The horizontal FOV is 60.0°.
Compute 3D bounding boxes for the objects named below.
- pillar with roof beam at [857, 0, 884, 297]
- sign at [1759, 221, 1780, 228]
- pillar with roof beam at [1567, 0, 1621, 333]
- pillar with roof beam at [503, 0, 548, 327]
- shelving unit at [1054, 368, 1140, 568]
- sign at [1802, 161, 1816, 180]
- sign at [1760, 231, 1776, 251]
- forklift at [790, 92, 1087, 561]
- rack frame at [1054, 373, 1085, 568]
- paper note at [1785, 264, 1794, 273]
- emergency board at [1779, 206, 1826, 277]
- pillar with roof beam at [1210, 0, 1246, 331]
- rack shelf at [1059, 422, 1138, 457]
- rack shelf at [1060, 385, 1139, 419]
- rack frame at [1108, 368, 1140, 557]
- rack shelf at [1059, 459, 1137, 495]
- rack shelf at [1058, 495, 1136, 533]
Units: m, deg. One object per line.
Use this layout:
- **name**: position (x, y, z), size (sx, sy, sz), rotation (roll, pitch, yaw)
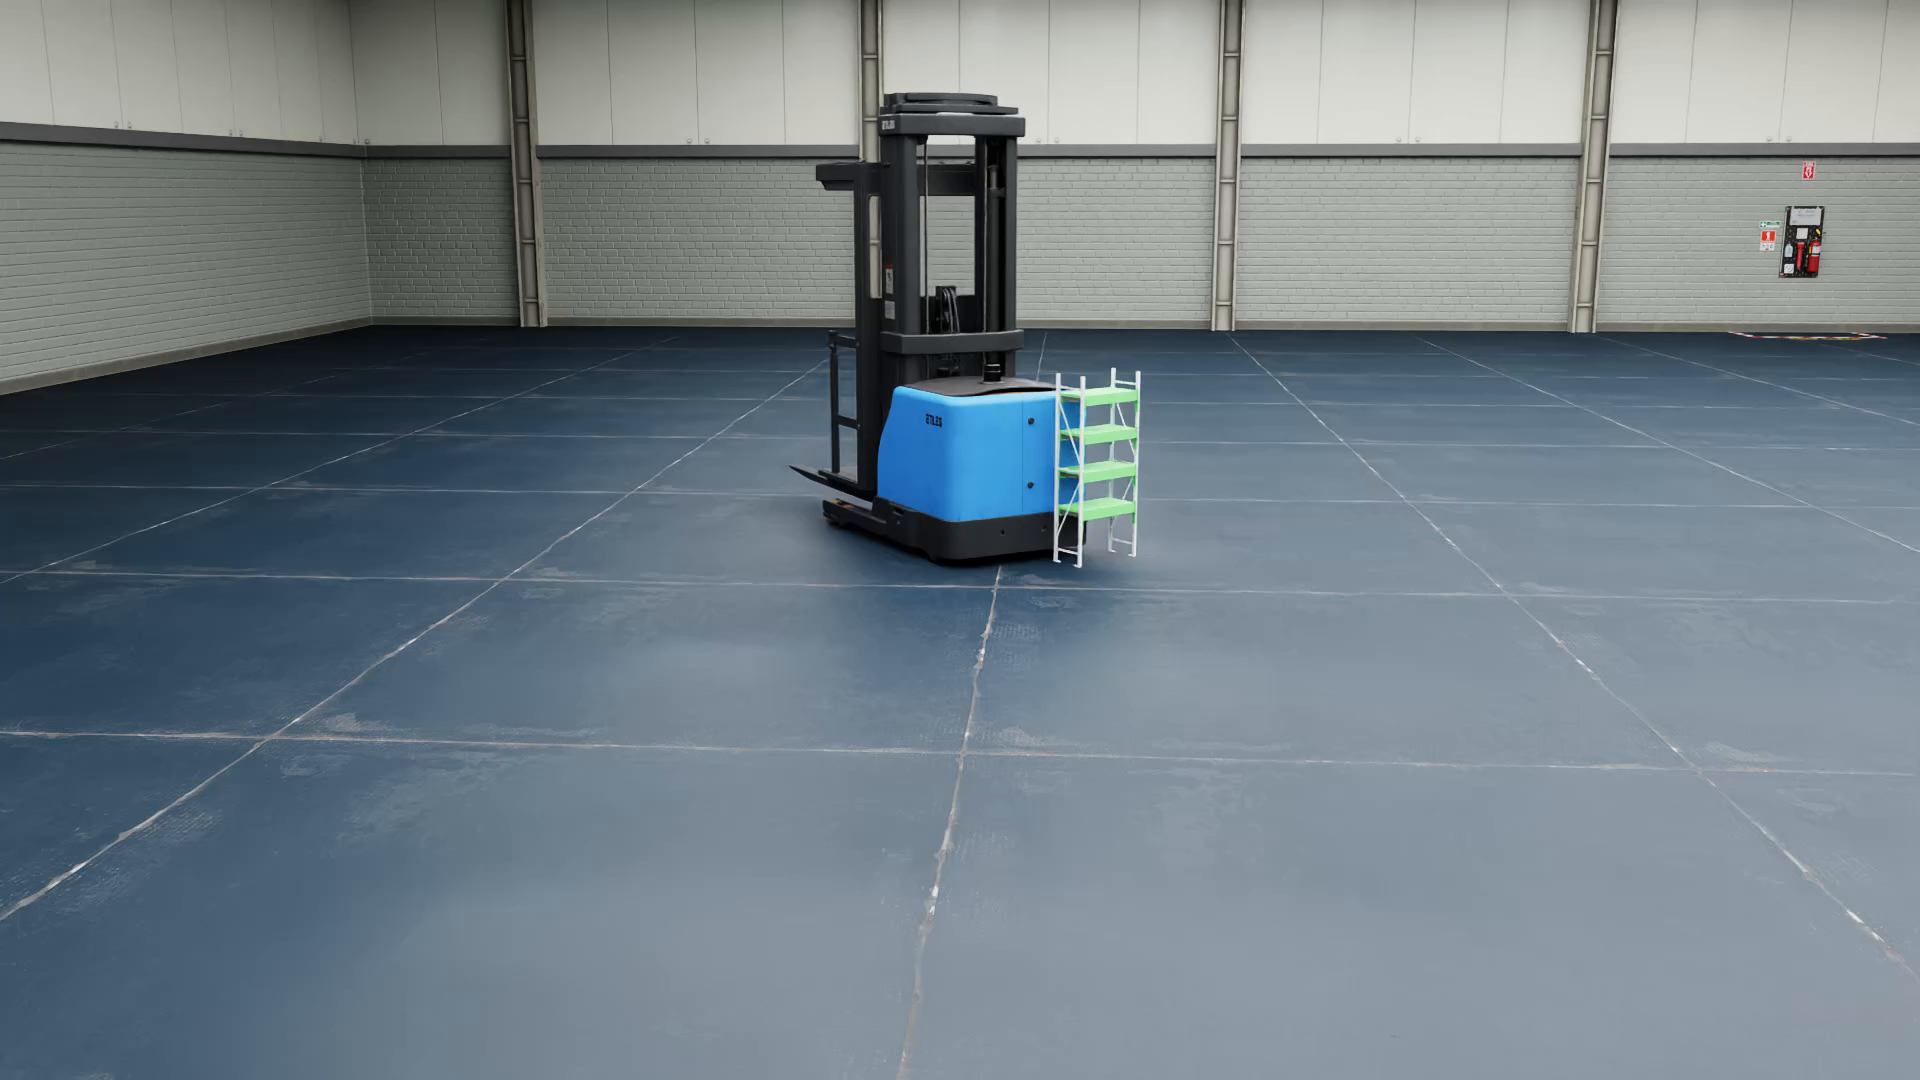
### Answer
- **pillar with roof beam**: position (-1.785, -7.202, 23.720), size (0.400, 9.000, 9.100), rotation (1, 12, 4)
- **sign**: position (13.458, -5.244, 27.630), size (0.331, 0.109, 0.001), rotation (1, 12, 4)
- **pillar with roof beam**: position (10.188, -7.038, 22.935), size (0.400, 9.000, 9.100), rotation (1, 12, 4)
- **pillar with roof beam**: position (-7.772, -7.284, 24.112), size (0.400, 9.000, 9.100), rotation (1, 12, 4)
- **shelving unit**: position (0.868, -0.465, 10.557), size (0.503, 1.200, 0.258), rotation (-10, 16, -39)
- **sign**: position (13.998, -6.095, 27.420), size (0.199, 0.298, 0.001), rotation (1, 12, 4)
- **sign**: position (13.454, -4.986, 27.693), size (0.234, 0.329, 0.001), rotation (1, 12, 4)
- **forklift**: position (-0.319, -1.559, 11.565), size (1.130, 2.935, 3.031), rotation (-6, 13, -28)
- **rack frame**: position (0.682, -0.432, 10.402), size (0.015, 1.200, 0.240), rotation (-10, 16, -39)
- **paper note**: position (13.827, -4.526, 27.729), size (0.142, 0.148, 0.016), rotation (1, 12, 4)
- **emergency board**: position (13.999, -4.940, 27.560), size (0.643, 1.169, 0.194), rotation (1, 12, 4)
- **pillar with roof beam**: position (4.201, -7.120, 23.327), size (0.400, 9.000, 9.100), rotation (1, 12, 4)
- **rack shelf**: position (0.869, -0.637, 10.520), size (0.480, 0.148, 0.258), rotation (-10, 16, -39)
- **rack shelf**: position (0.869, -0.872, 10.470), size (0.480, 0.148, 0.258), rotation (-10, 16, -39)
- **rack frame**: position (1.054, -0.497, 10.711), size (0.015, 1.200, 0.240), rotation (-10, 16, -39)
- **rack shelf**: position (0.868, -0.402, 10.570), size (0.480, 0.148, 0.258), rotation (-10, 16, -39)
- **rack shelf**: position (0.867, -0.167, 10.620), size (0.480, 0.148, 0.258), rotation (-10, 16, -39)
